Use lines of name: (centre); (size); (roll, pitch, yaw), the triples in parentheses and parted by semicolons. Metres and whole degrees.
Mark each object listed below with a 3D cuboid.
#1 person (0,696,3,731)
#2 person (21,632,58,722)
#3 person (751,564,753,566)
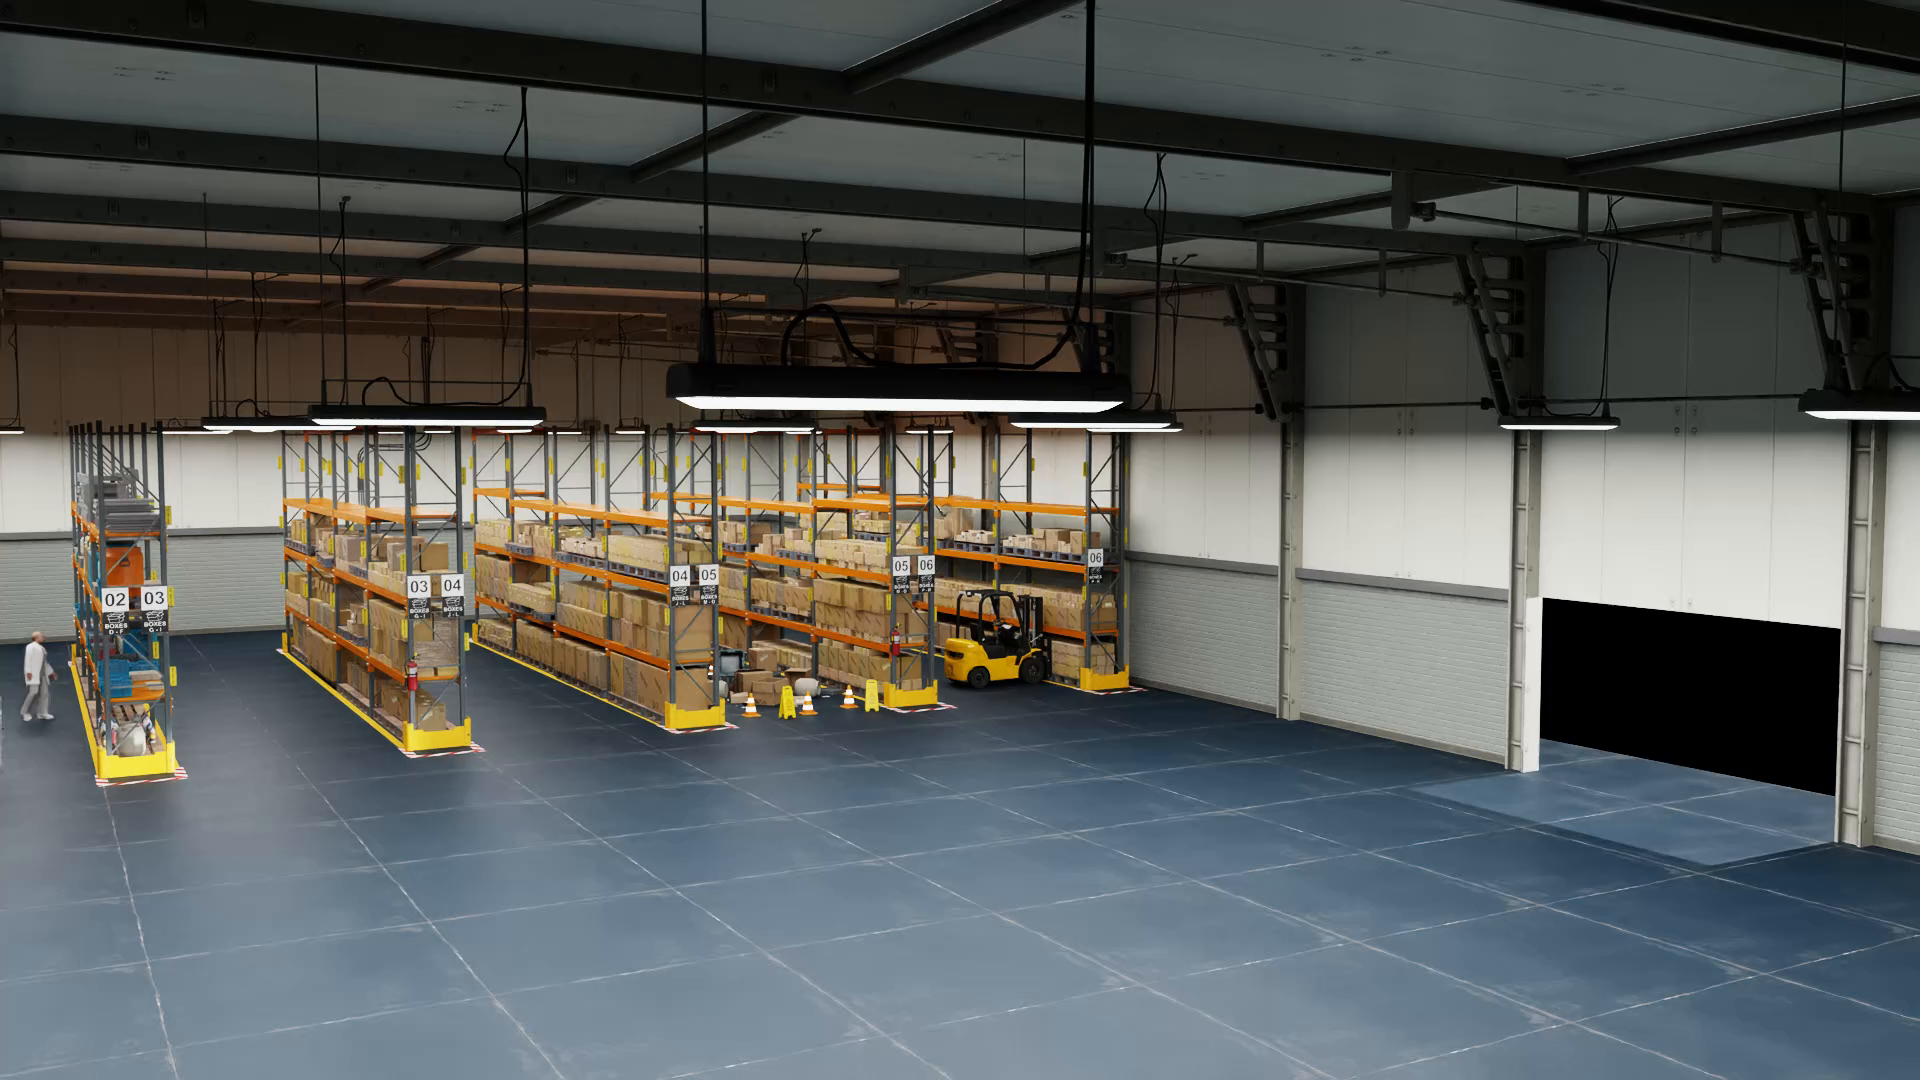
person: (-16.791, 3.095, 28.693); (0.458, 1.679, 0.521); (0, 4, 0)
person: (-18.711, 2.759, 33.765); (0.558, 1.781, 0.694); (1, 4, 9)
person: (-6.638, 1.587, 53.587); (0.459, 1.638, 0.605); (0, 4, -6)
